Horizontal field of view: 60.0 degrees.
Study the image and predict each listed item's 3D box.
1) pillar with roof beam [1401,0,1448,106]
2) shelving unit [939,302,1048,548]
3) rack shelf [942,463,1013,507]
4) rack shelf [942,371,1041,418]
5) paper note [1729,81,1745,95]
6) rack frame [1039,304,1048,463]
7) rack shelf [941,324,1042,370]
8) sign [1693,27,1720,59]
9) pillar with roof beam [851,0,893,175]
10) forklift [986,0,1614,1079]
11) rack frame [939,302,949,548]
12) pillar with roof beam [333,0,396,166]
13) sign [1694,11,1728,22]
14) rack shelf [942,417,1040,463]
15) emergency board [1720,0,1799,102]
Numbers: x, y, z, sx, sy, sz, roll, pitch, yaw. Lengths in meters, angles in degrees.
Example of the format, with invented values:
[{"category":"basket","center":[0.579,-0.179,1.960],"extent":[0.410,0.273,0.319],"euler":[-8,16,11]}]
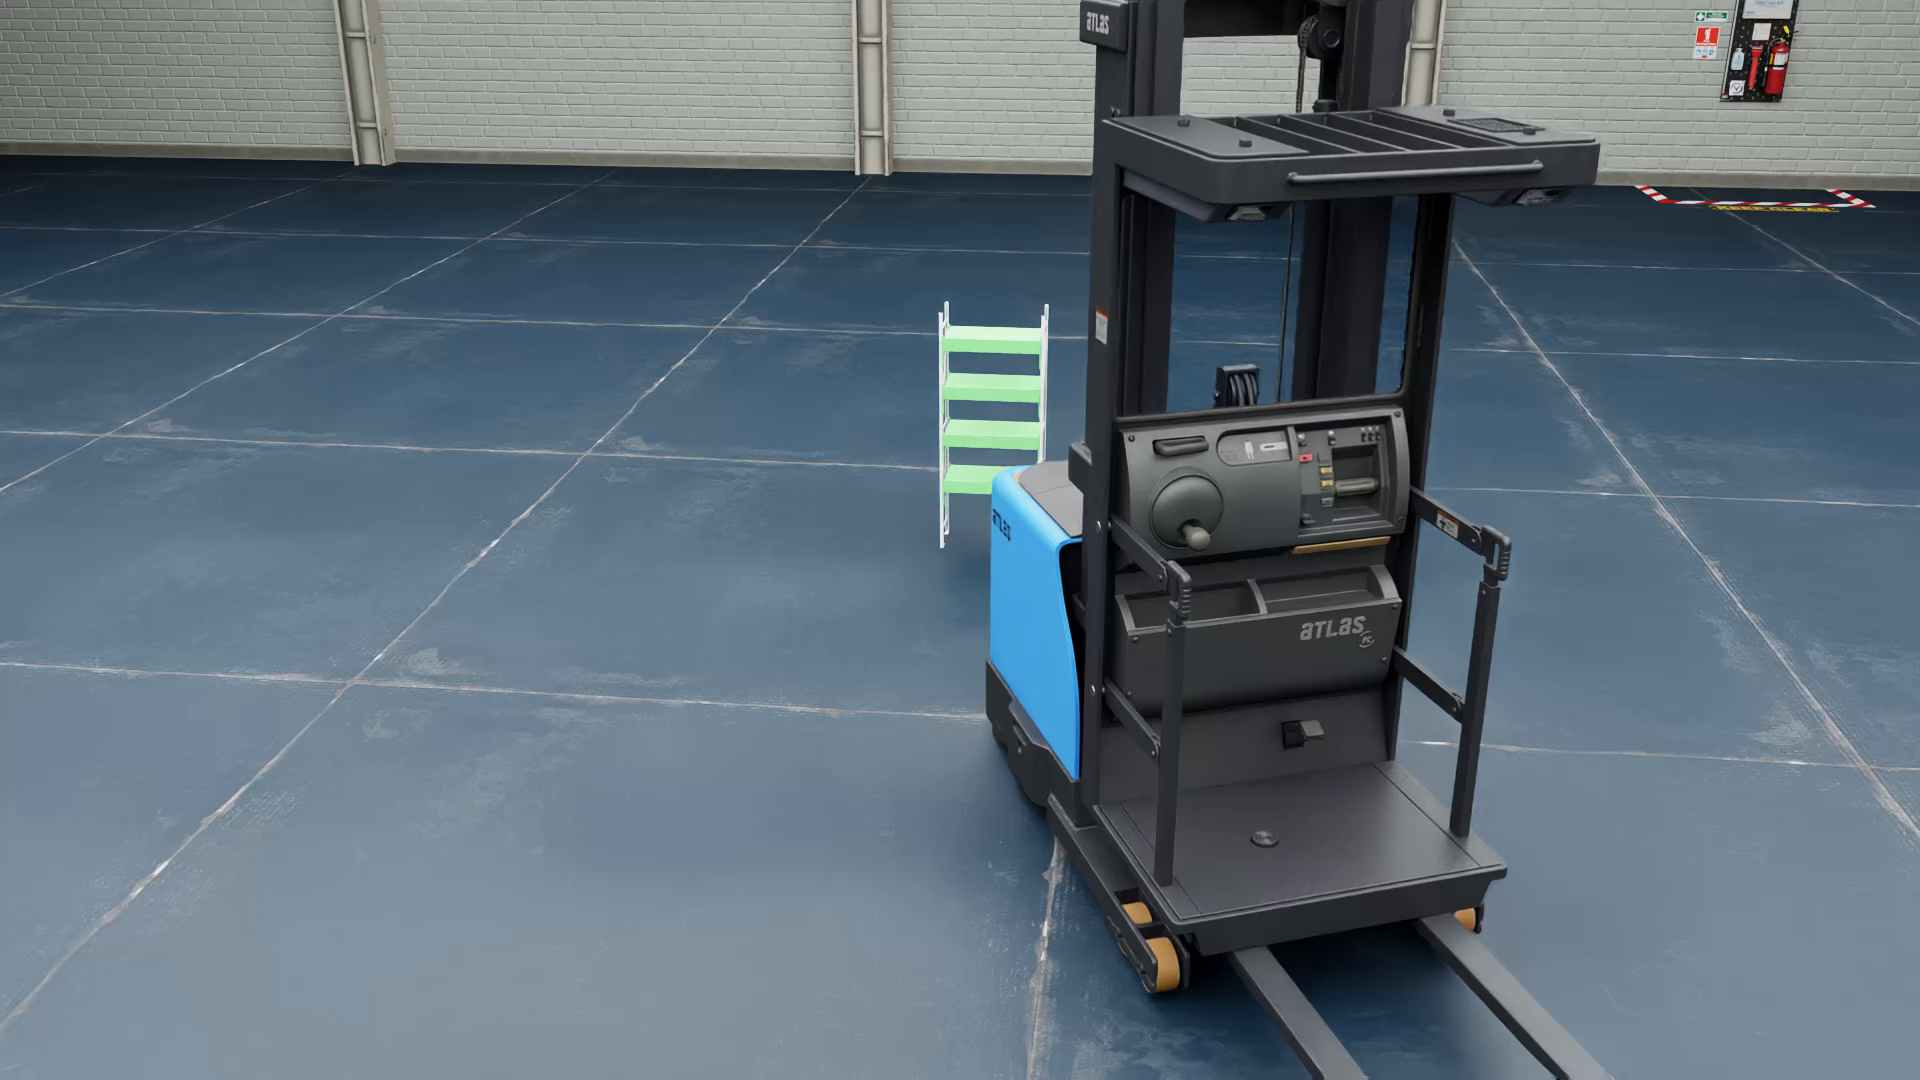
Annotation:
[{"category":"pillar with roof beam","center":[4.467,-6.571,12.822],"extent":[0.400,9.000,9.100],"euler":[2,22,6]},{"category":"shelving unit","center":[0.164,-0.551,8.201],"extent":[0.503,1.200,0.258],"euler":[2,22,6]},{"category":"rack shelf","center":[0.164,-0.268,8.313],"extent":[0.480,0.148,0.258],"euler":[2,22,6]},{"category":"rack shelf","center":[0.164,-0.715,8.136],"extent":[0.480,0.148,0.258],"euler":[2,22,6]},{"category":"paper note","center":[8.314,-4.838,17.794],"extent":[0.142,0.148,0.016],"euler":[2,22,6]},{"category":"rack frame","center":[0.407,-0.540,8.174],"extent":[0.015,1.200,0.240],"euler":[2,22,6]},{"category":"rack shelf","center":[0.164,-0.938,8.048],"extent":[0.480,0.148,0.258],"euler":[2,22,6]},{"category":"sign","center":[7.945,-5.293,17.699],"extent":[0.234,0.329,0.001],"euler":[2,22,6]},{"category":"pillar with roof beam","center":[-1.492,-6.831,13.478],"extent":[0.400,9.000,9.100],"euler":[2,22,6]},{"category":"forklift","center":[0.999,-0.163,4.865],"extent":[1.130,2.935,3.031],"euler":[-6,22,-15]},{"category":"rack frame","center":[-0.078,-0.561,8.228],"extent":[0.015,1.200,0.240],"euler":[2,22,6]},{"category":"pillar with roof beam","center":[-7.450,-7.091,14.135],"extent":[0.400,9.000,9.100],"euler":[2,22,6]},{"category":"sign","center":[7.949,-5.536,17.592],"extent":[0.331,0.109,0.001],"euler":[2,22,6]},{"category":"rack shelf","center":[0.164,-0.491,8.225],"extent":[0.480,0.148,0.258],"euler":[2,22,6]},{"category":"emergency board","center":[8.482,-5.214,17.549],"extent":[0.643,1.169,0.194],"euler":[2,22,6]}]
